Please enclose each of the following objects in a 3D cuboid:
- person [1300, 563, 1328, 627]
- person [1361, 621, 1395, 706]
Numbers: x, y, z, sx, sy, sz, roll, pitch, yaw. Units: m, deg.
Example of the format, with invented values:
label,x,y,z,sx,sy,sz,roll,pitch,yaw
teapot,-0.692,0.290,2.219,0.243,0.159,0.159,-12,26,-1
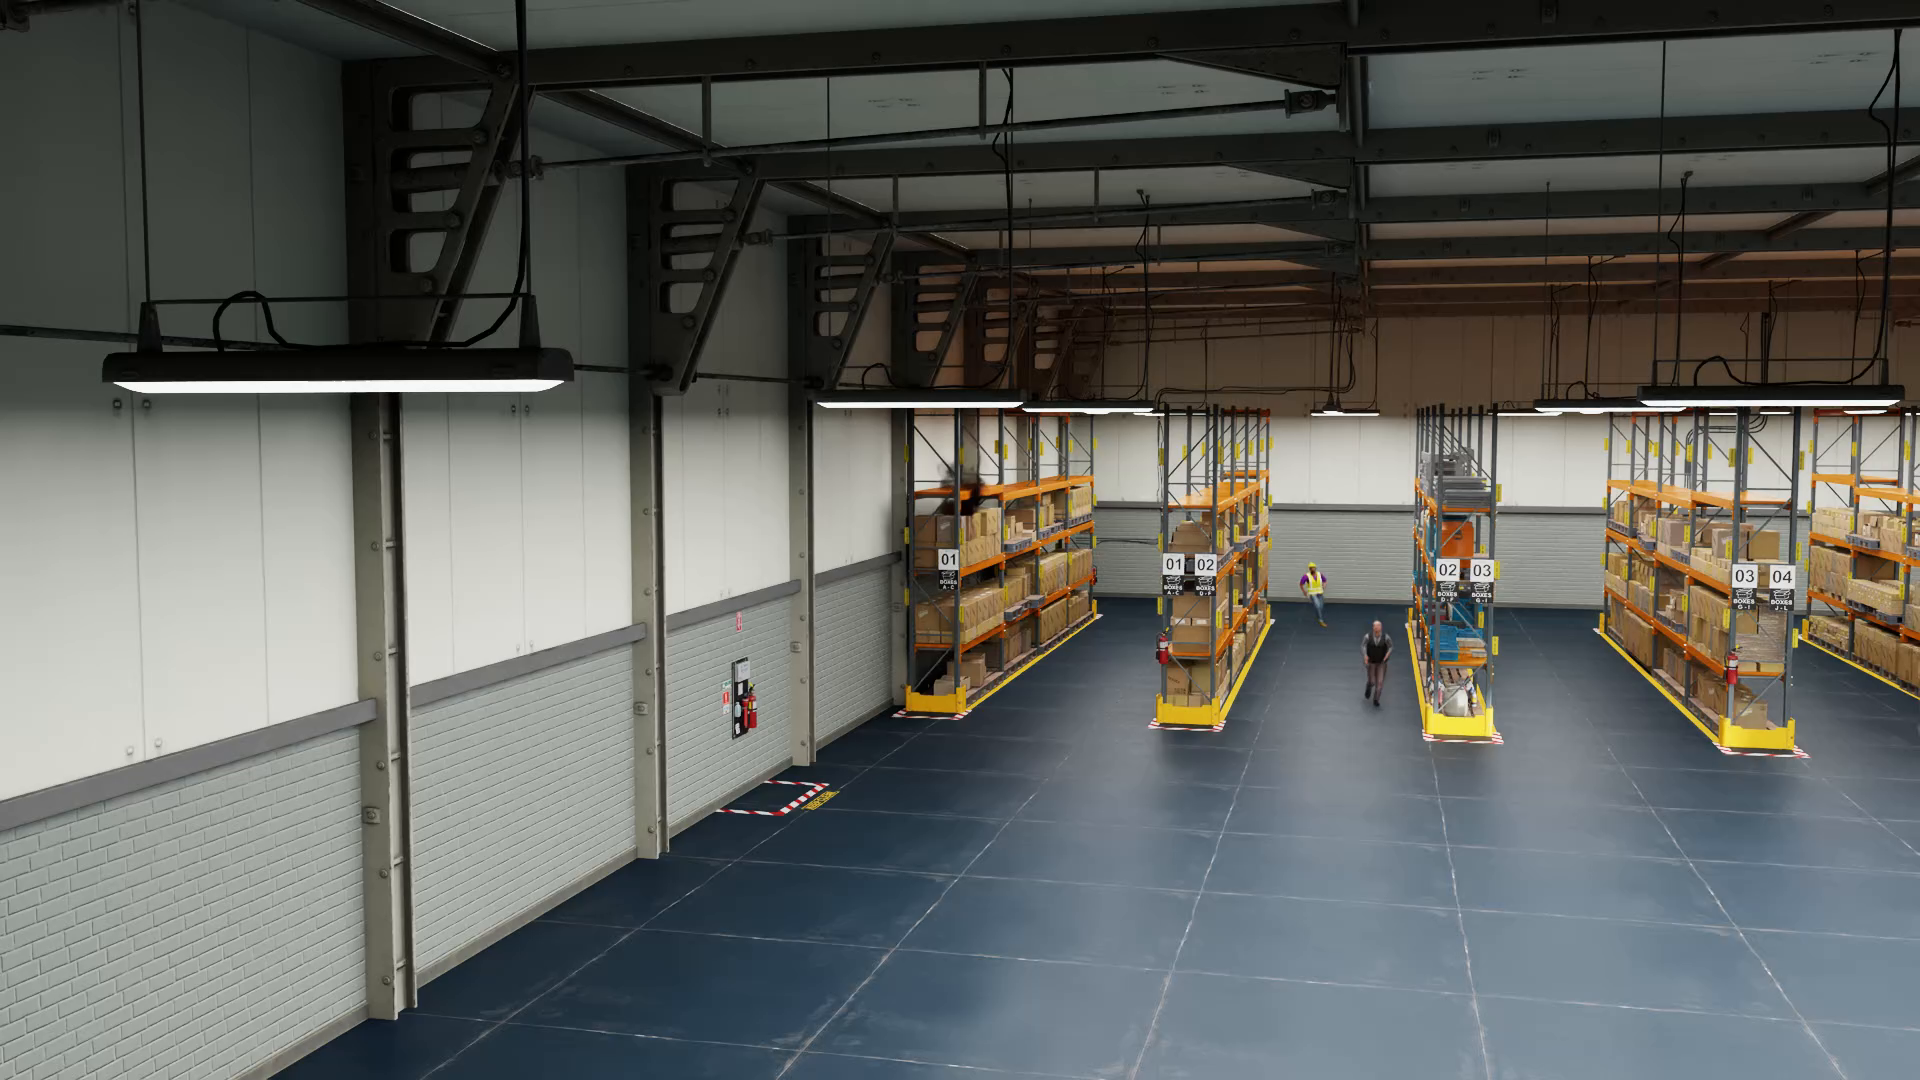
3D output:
label,x,y,z,sx,sy,sz,roll,pitch,yaw
person,9.829,1.502,46.034,0.763,1.733,0.828,-1,4,-7
person,8.362,2.466,33.296,0.656,1.692,0.627,1,4,12
